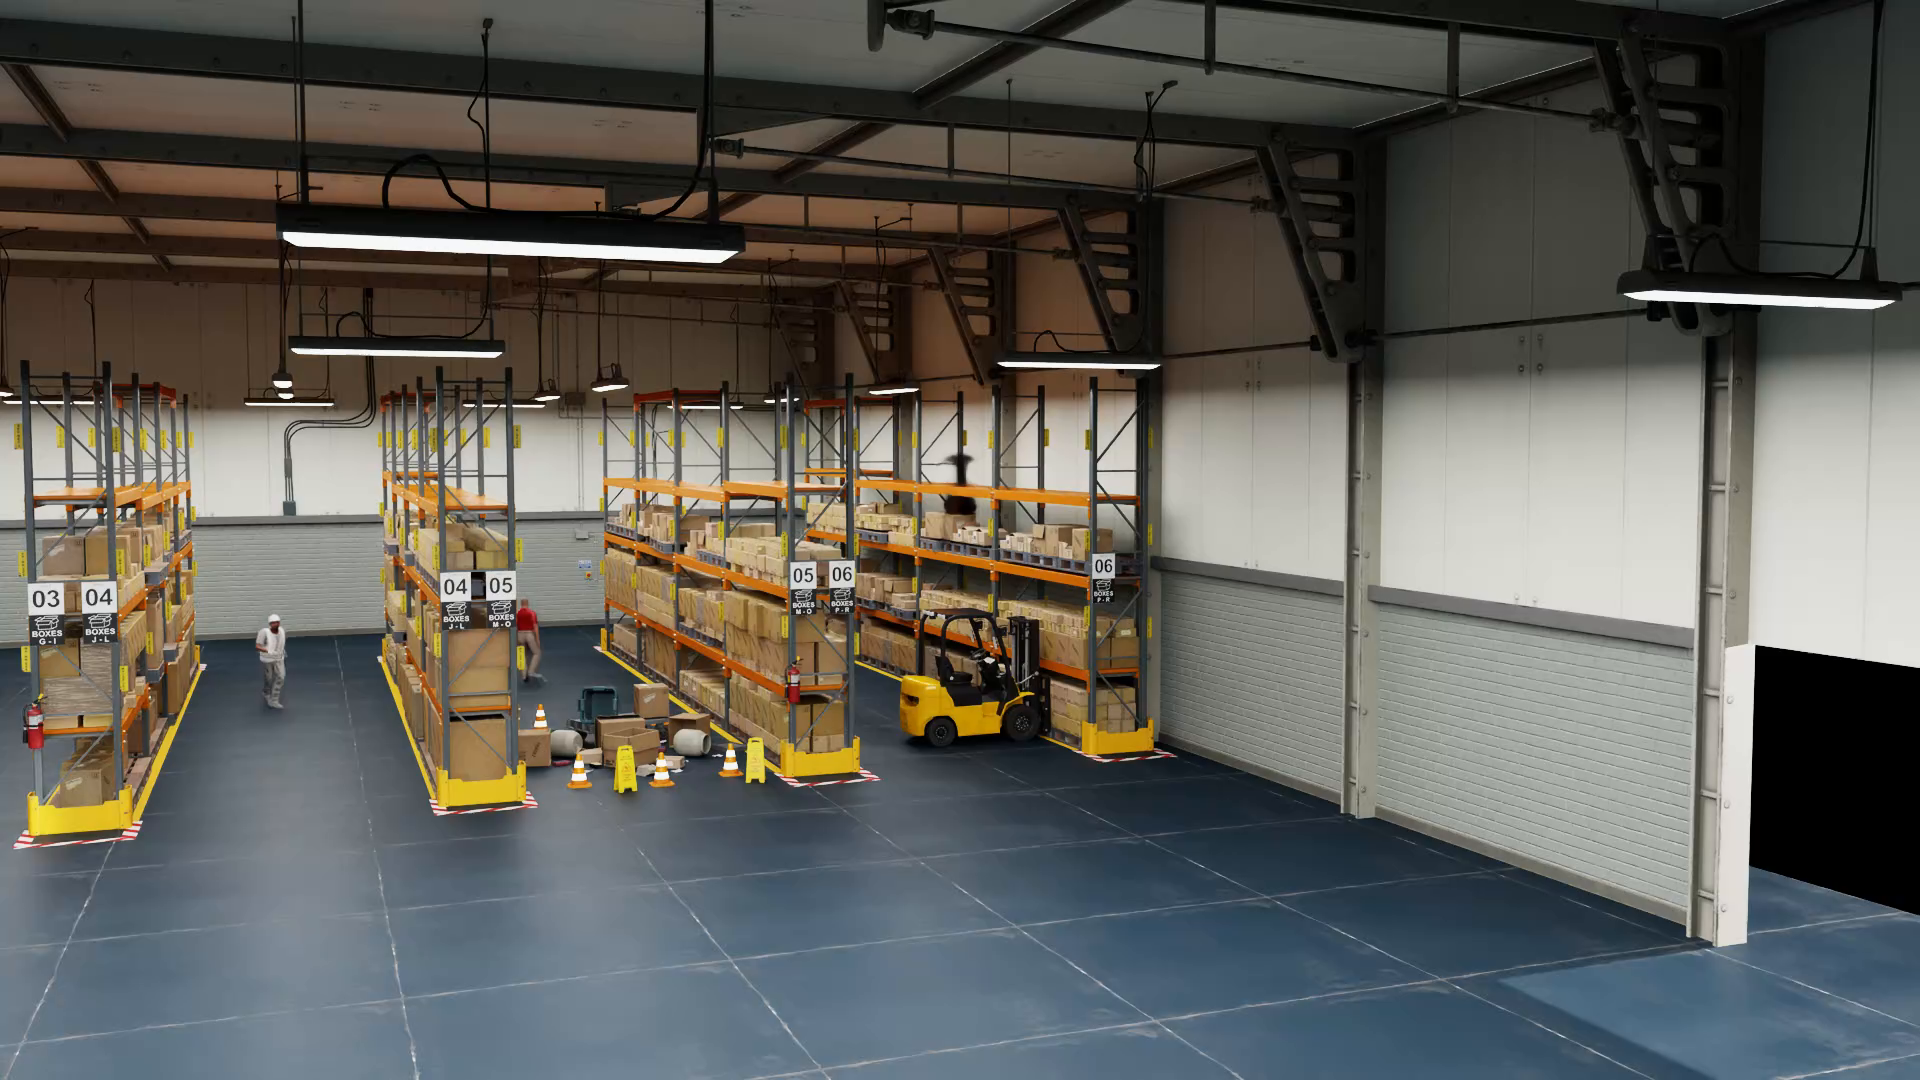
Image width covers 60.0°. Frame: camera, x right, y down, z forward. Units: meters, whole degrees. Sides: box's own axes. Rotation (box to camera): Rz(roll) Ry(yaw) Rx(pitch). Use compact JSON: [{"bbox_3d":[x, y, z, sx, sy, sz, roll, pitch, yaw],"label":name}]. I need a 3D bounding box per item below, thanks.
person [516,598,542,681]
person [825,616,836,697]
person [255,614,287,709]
[{"bbox_3d":[-8.980,2.086,34.479,0.659,1.761,0.503,1,3,8],"label":"person"},{"bbox_3d":[-2.610,2.266,31.660,0.596,1.642,0.903,-2,4,-25],"label":"person"},{"bbox_3d":[-12.877,2.249,31.020,0.864,1.753,0.653,3,5,44],"label":"person"}]
